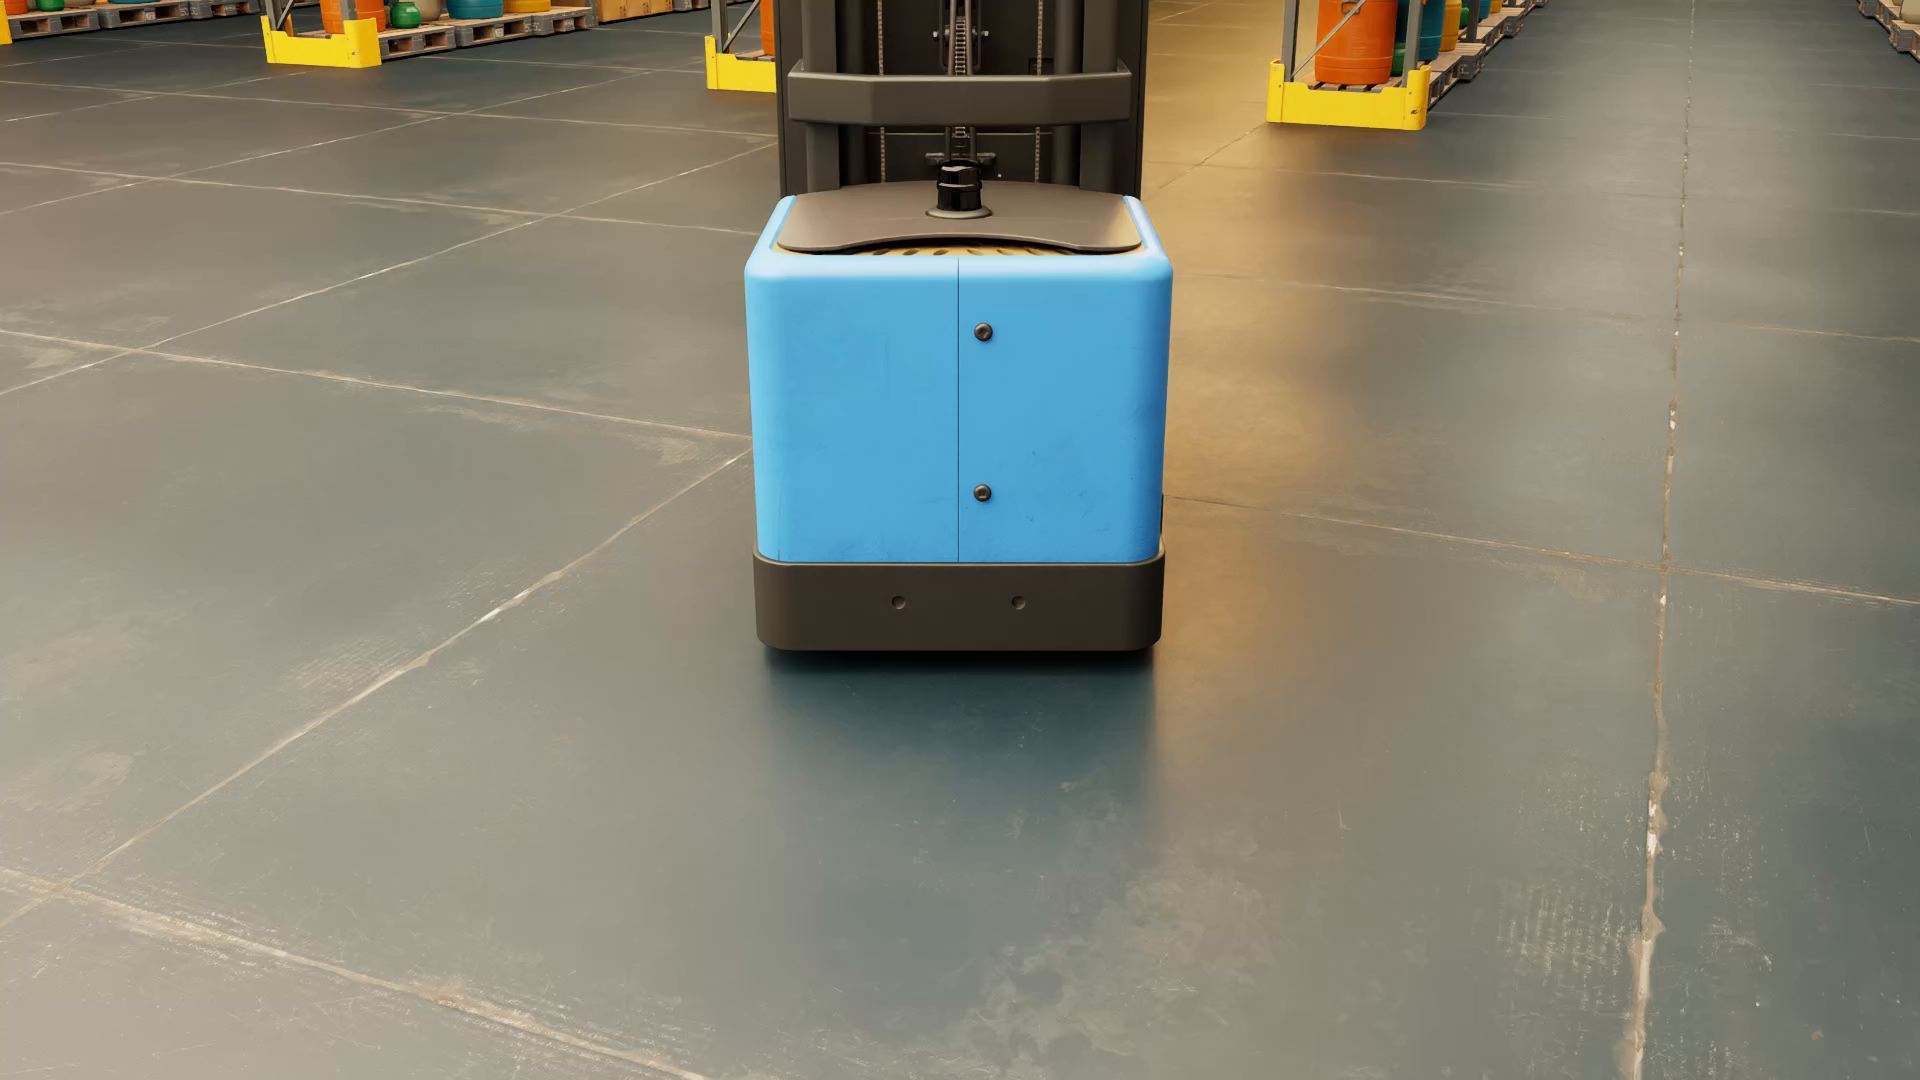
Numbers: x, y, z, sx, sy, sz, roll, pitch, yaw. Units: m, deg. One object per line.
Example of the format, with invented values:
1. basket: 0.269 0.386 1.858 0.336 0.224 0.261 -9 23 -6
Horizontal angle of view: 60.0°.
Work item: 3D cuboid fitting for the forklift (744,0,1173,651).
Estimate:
1. forklift: 0.002 -1.587 5.089 1.130 2.935 3.031 0 23 0
